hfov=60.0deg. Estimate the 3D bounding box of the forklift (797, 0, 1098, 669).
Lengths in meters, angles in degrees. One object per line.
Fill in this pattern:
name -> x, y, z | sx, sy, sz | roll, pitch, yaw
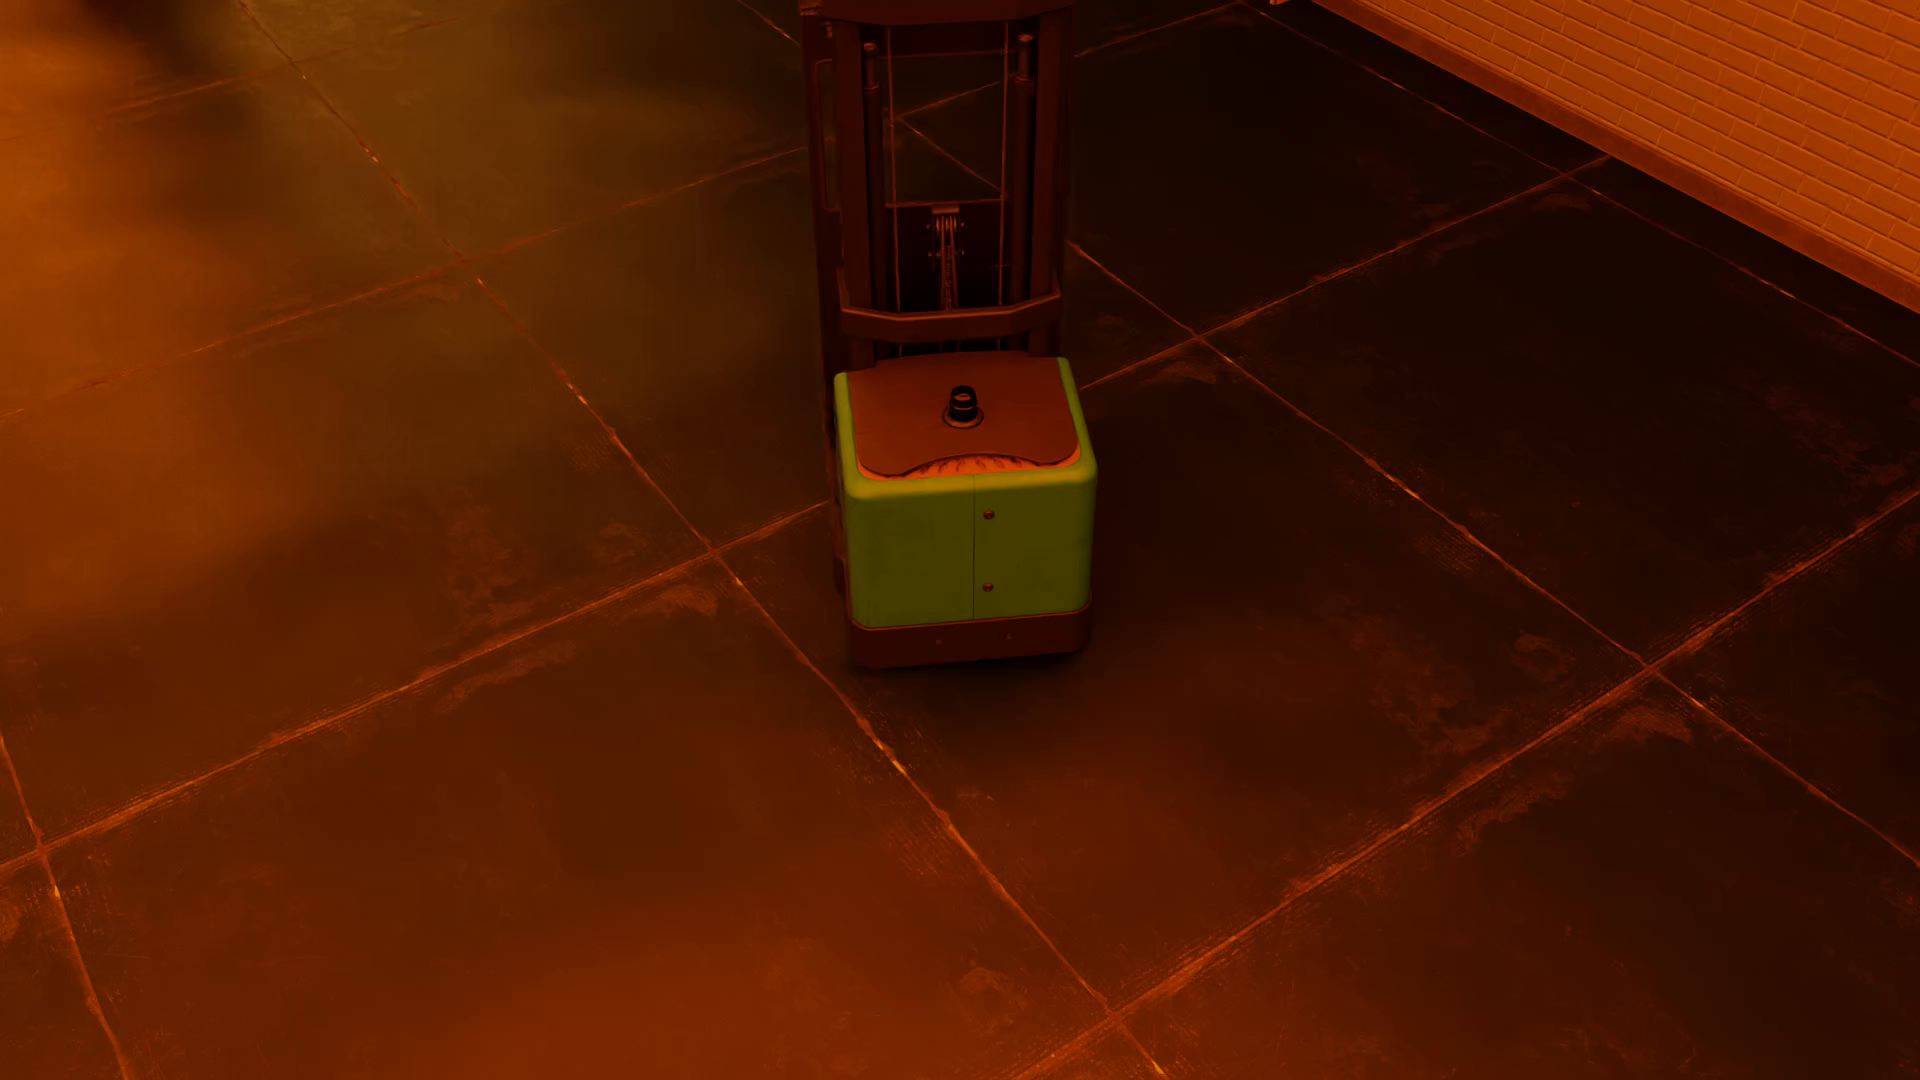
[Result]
forklift -> -0.118, -1.522, 7.367 | 1.130, 2.935, 3.031 | -5, 43, -5
